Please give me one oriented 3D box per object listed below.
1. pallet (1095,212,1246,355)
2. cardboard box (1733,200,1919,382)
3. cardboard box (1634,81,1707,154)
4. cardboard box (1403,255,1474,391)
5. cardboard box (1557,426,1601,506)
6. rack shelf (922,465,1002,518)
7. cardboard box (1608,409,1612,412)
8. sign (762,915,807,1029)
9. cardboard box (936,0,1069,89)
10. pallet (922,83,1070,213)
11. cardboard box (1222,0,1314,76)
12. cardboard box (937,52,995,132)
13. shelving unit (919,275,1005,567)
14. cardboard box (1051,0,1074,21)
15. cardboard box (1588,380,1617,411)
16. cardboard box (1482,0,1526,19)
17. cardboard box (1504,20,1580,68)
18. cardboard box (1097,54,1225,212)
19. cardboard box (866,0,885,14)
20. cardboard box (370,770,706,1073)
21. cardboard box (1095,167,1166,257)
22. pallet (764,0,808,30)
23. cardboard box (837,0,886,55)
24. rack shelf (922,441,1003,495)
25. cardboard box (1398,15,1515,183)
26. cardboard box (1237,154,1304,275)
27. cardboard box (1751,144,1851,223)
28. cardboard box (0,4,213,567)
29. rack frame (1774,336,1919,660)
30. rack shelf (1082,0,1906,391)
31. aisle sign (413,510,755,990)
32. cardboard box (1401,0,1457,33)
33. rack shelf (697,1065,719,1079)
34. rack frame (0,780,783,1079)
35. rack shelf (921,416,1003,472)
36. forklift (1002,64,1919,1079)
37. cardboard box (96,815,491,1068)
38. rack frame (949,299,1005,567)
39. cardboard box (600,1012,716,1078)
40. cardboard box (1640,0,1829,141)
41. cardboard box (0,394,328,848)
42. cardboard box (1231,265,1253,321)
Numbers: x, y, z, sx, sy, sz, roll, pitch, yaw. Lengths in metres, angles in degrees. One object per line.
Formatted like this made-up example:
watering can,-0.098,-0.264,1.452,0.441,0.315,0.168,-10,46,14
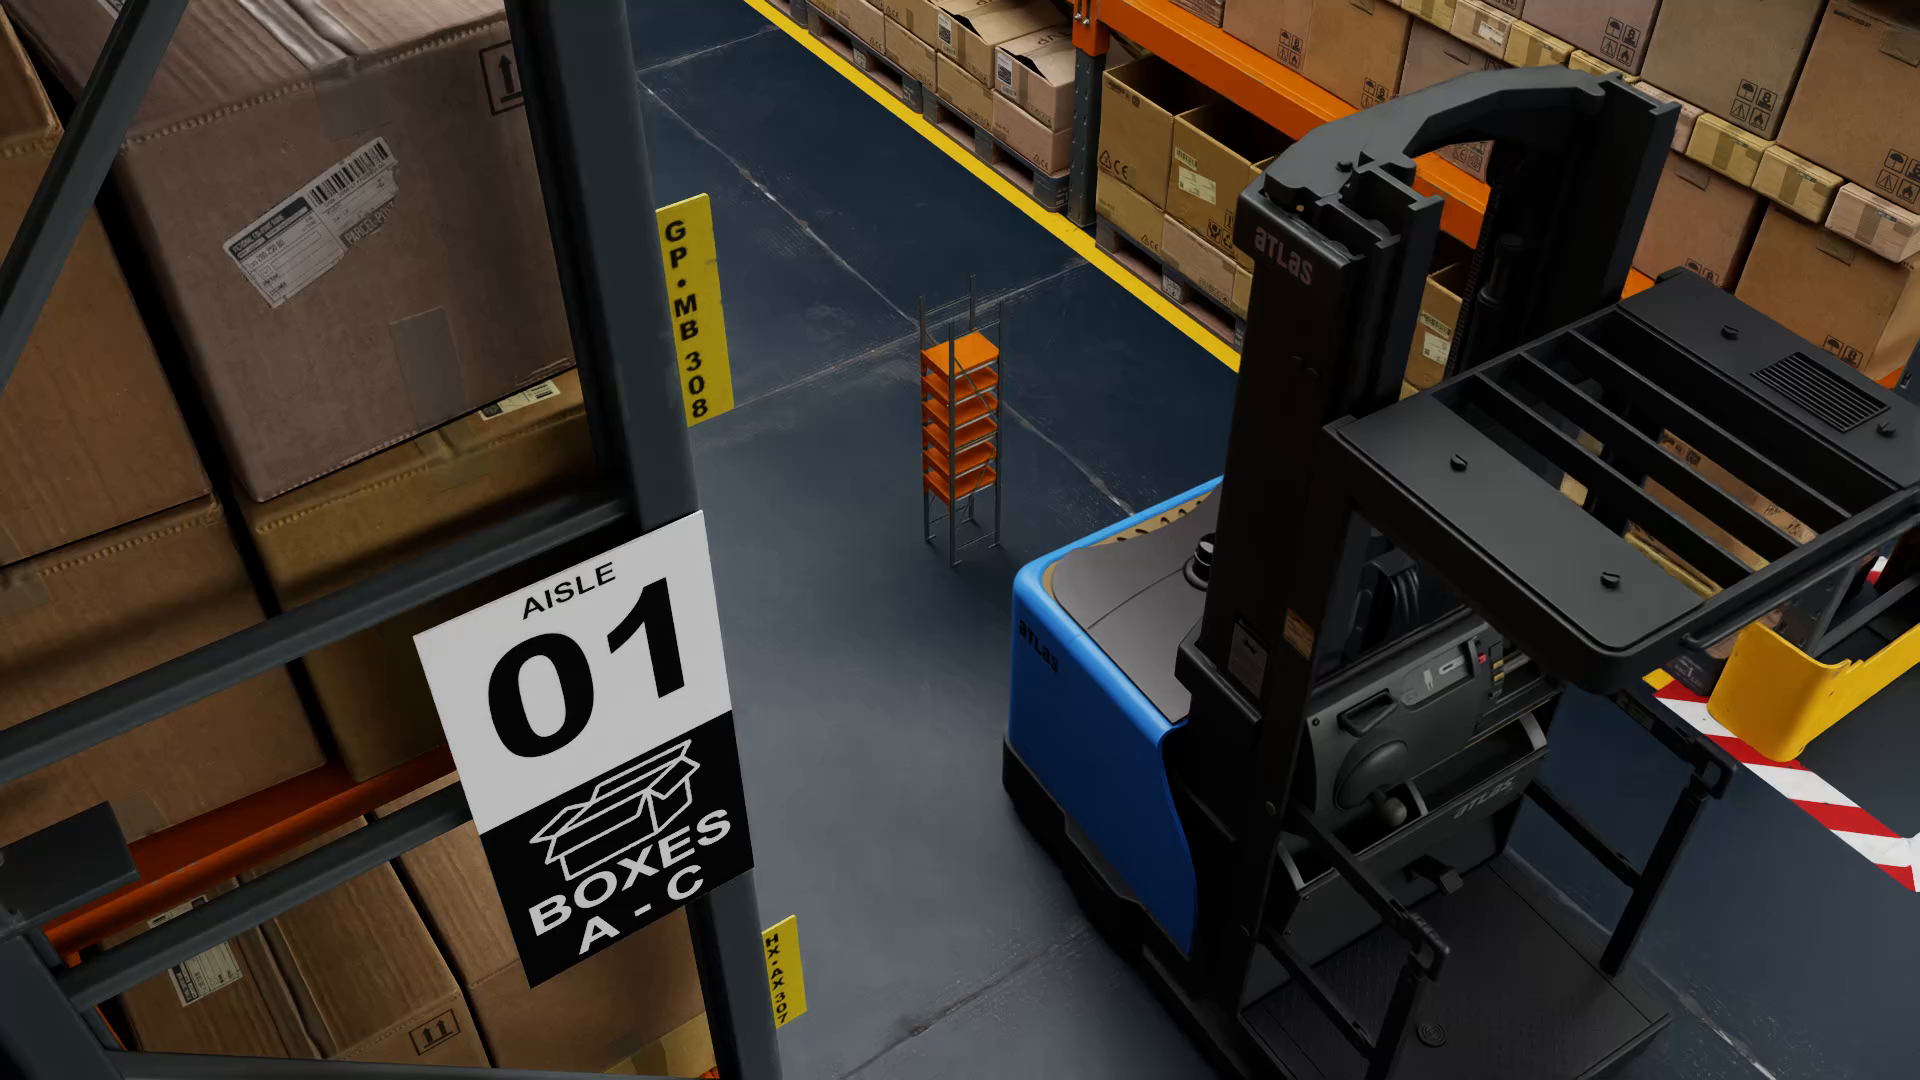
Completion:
pallet,1.409,-1.406,8.070,1.003,0.211,1.213,-26,49,-24
cardboard box,3.020,-0.922,5.471,0.700,0.500,0.500,-26,49,-24
cardboard box,2.462,-1.464,5.569,0.380,0.149,0.250,-25,49,-24
cardboard box,2.142,-0.792,6.551,0.500,0.500,0.500,-26,49,-24
cardboard box,2.432,-0.239,6.515,0.500,0.250,0.500,-26,49,-24
rack shelf,0.008,-0.220,6.524,0.258,0.103,0.180,-26,49,-24
cardboard box,2.863,-0.447,6.733,0.500,0.250,0.500,-26,49,-24
sign,-0.339,0.815,3.097,0.100,0.325,0.005,-26,49,-24
cardboard box,0.219,-2.650,8.635,0.500,0.311,0.500,-24,49,-23
pallet,0.535,-2.275,8.980,1.003,0.211,1.213,-26,49,-24
cardboard box,1.554,-2.373,6.991,0.700,0.500,0.500,-26,50,-25
cardboard box,0.225,-2.447,8.828,0.500,0.250,0.500,-26,50,-25
shelving unit,0.008,-0.426,6.327,0.258,1.200,0.189,-26,49,-24
cardboard box,0.674,-2.860,8.855,0.500,0.311,0.500,-26,50,-25
cardboard box,2.865,-0.719,6.475,0.500,0.500,0.500,-26,49,-24
cardboard box,2.109,-2.286,5.960,0.700,0.500,0.500,-26,49,-24
cardboard box,2.160,-1.761,5.880,0.380,0.149,0.250,-24,49,-23
cardboard box,0.997,-1.924,7.737,0.500,0.500,0.500,-26,49,-24
cardboard box,-0.349,-3.220,9.232,0.500,0.311,0.500,-26,50,-25
cardboard box,-0.811,0.729,3.365,0.500,0.500,0.500,-26,49,-24
cardboard box,1.005,-1.657,8.000,0.500,0.250,0.500,-26,49,-24
pallet,-0.861,-3.657,10.428,1.003,0.211,1.213,-26,49,-24
cardboard box,-0.358,-3.025,9.434,0.500,0.250,0.500,-25,49,-24
rack shelf,0.008,-0.307,6.441,0.258,0.103,0.180,-26,49,-24
cardboard box,2.132,-1.798,6.388,0.700,0.500,0.500,-24,49,-23
cardboard box,1.569,-1.358,7.144,0.500,0.500,0.500,-26,49,-24
cardboard box,2.751,-1.176,5.268,0.380,0.149,0.250,-25,49,-23
cardboard box,-1.245,-0.288,1.897,0.500,0.500,0.500,-24,48,-23
rack frame,3.277,-0.616,5.223,1.000,3.000,0.127,-26,49,-24
rack shelf,2.133,-1.489,6.658,1.077,0.370,4.000,-26,49,-24
aisle sign,-0.497,0.324,2.355,0.394,0.787,0.004,-26,49,-24
cardboard box,1.872,-2.048,6.181,0.380,0.149,0.250,-26,49,-25
rack shelf,-1.928,0.470,4.606,1.077,0.370,4.000,-26,49,-24
rack frame,-0.784,1.342,3.171,1.000,3.000,0.127,-26,49,-24
rack shelf,0.008,-0.394,6.358,0.258,0.103,0.180,-26,49,-24
forklift,1.359,0.490,4.114,1.130,2.935,3.031,-24,48,-23
cardboard box,-1.228,0.935,3.149,0.500,0.500,0.500,-26,50,-25
rack frame,0.061,-0.374,6.273,0.240,1.200,0.006,-26,49,-24
cardboard box,-0.803,0.988,3.637,0.500,0.250,0.500,-27,50,-26
cardboard box,2.684,-1.717,5.364,0.700,0.500,0.500,-27,50,-25
cardboard box,-1.231,0.078,2.237,0.500,0.500,0.500,-22,48,-22
cardboard box,1.569,-1.086,7.403,0.500,0.250,0.500,-26,49,-24
